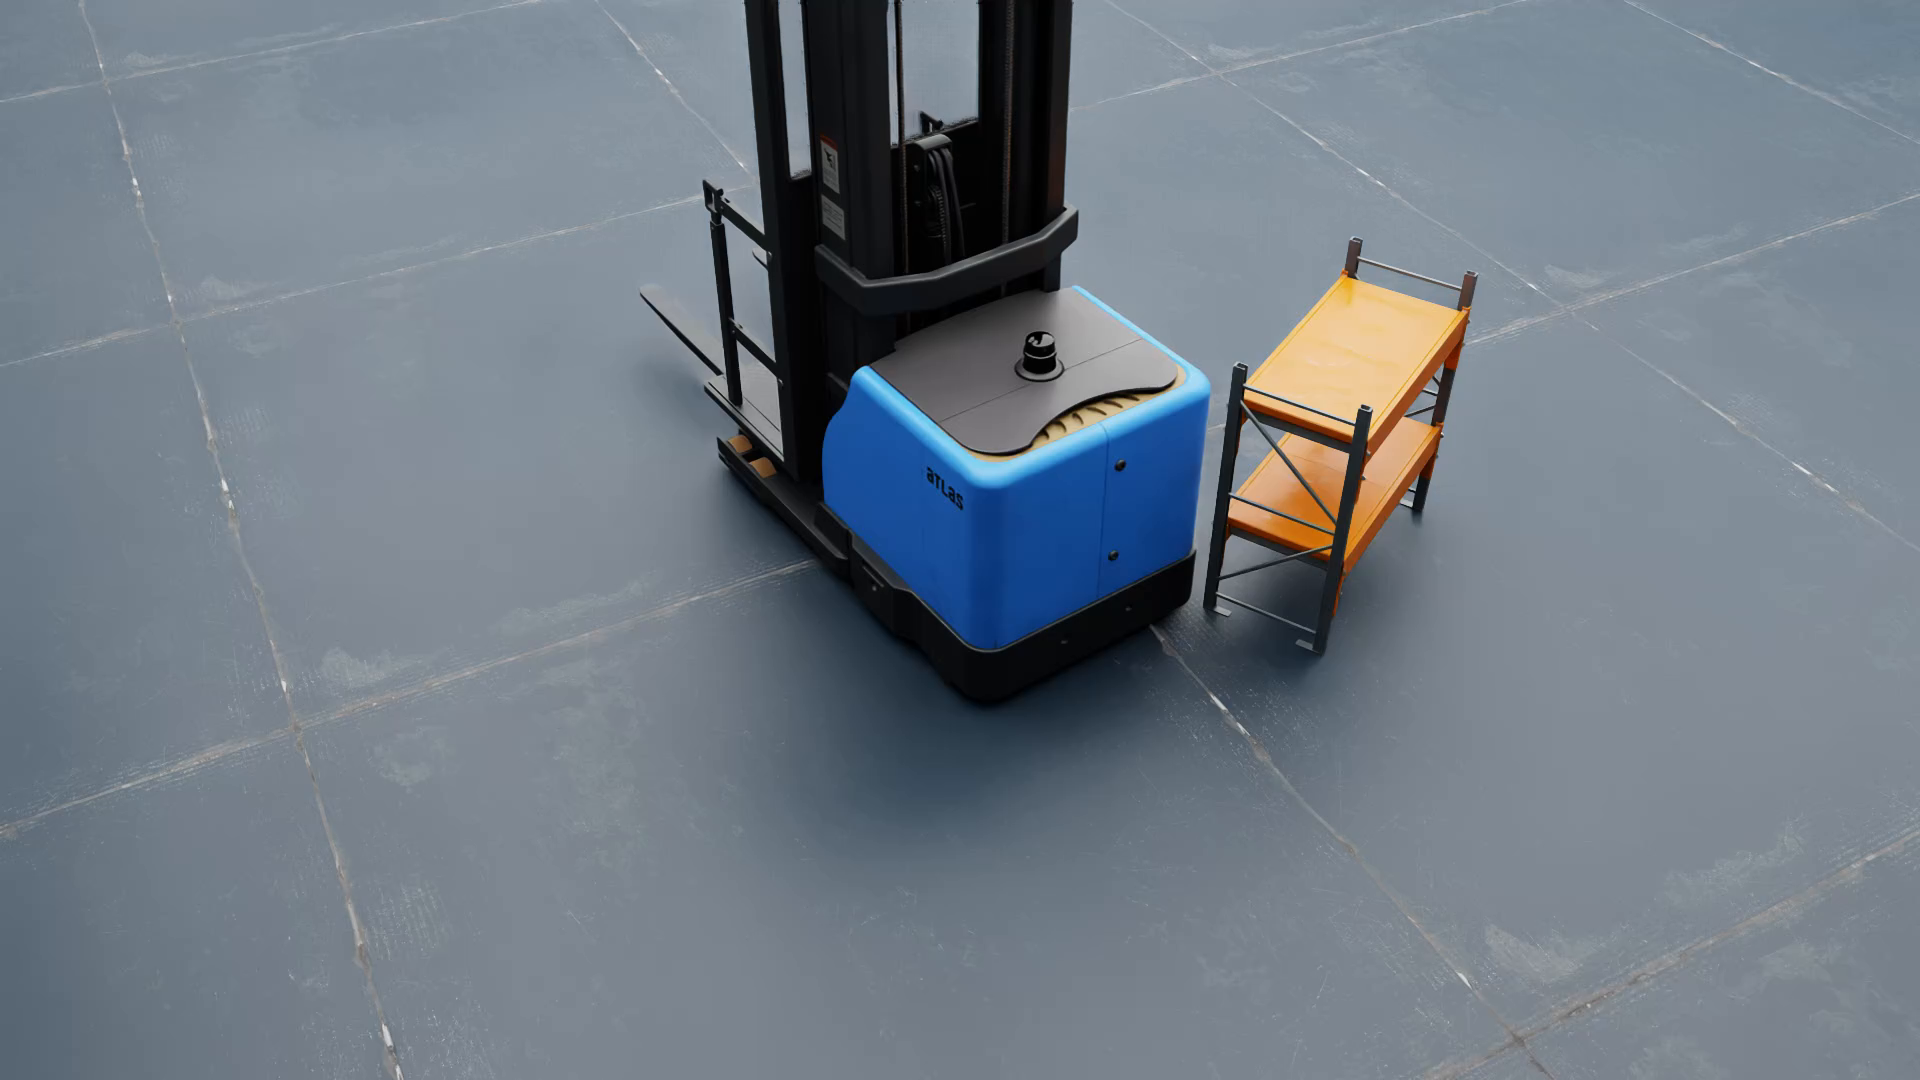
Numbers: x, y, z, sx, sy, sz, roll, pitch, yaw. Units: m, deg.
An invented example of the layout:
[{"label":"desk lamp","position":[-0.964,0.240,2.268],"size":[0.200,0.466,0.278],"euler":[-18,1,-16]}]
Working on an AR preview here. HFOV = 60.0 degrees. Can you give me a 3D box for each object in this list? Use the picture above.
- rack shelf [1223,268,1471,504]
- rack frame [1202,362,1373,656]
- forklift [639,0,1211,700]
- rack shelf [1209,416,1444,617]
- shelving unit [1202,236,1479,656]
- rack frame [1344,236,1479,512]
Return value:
[{"label":"rack shelf","position":[1.434,-0.590,6.123],"size":[0.538,0.278,1.000],"euler":[23,45,24]},{"label":"rack frame","position":[1.158,-0.091,5.986],"size":[0.500,1.125,0.032],"euler":[23,45,24]},{"label":"forklift","position":[-0.367,-1.457,6.203],"size":[1.130,2.935,3.031],"euler":[-24,46,-26]},{"label":"rack shelf","position":[1.434,-0.180,6.470],"size":[0.538,0.278,1.000],"euler":[23,45,24]},{"label":"shelving unit","position":[1.434,-0.366,6.312],"size":[0.538,1.125,1.048],"euler":[23,45,24]},{"label":"rack frame","position":[1.710,-0.642,6.638],"size":[0.500,1.125,0.032],"euler":[23,45,24]}]
